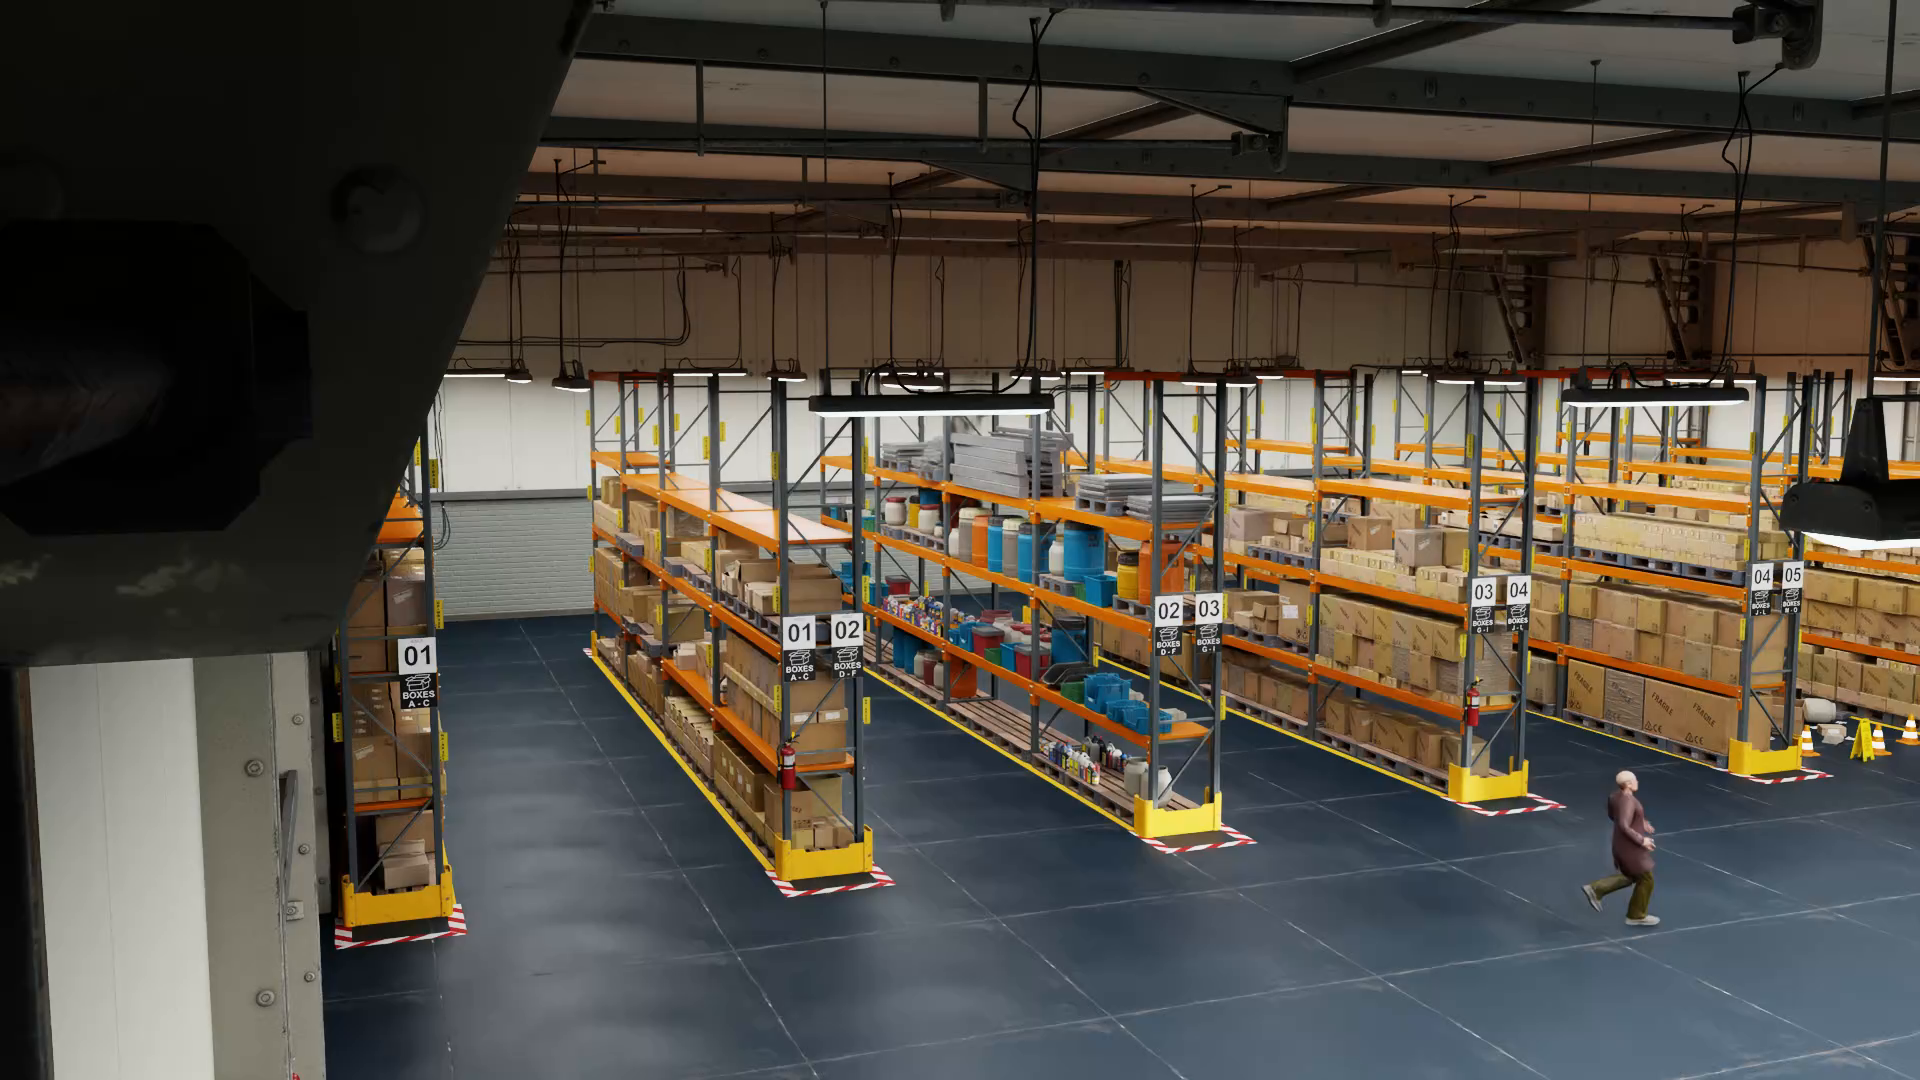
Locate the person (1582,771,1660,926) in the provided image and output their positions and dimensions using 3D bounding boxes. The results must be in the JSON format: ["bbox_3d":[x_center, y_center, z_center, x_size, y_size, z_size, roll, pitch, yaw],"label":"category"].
[{"bbox_3d":[7.371,3.414,18.438,0.826,1.735,0.715,0,6,4],"label":"person"}]
